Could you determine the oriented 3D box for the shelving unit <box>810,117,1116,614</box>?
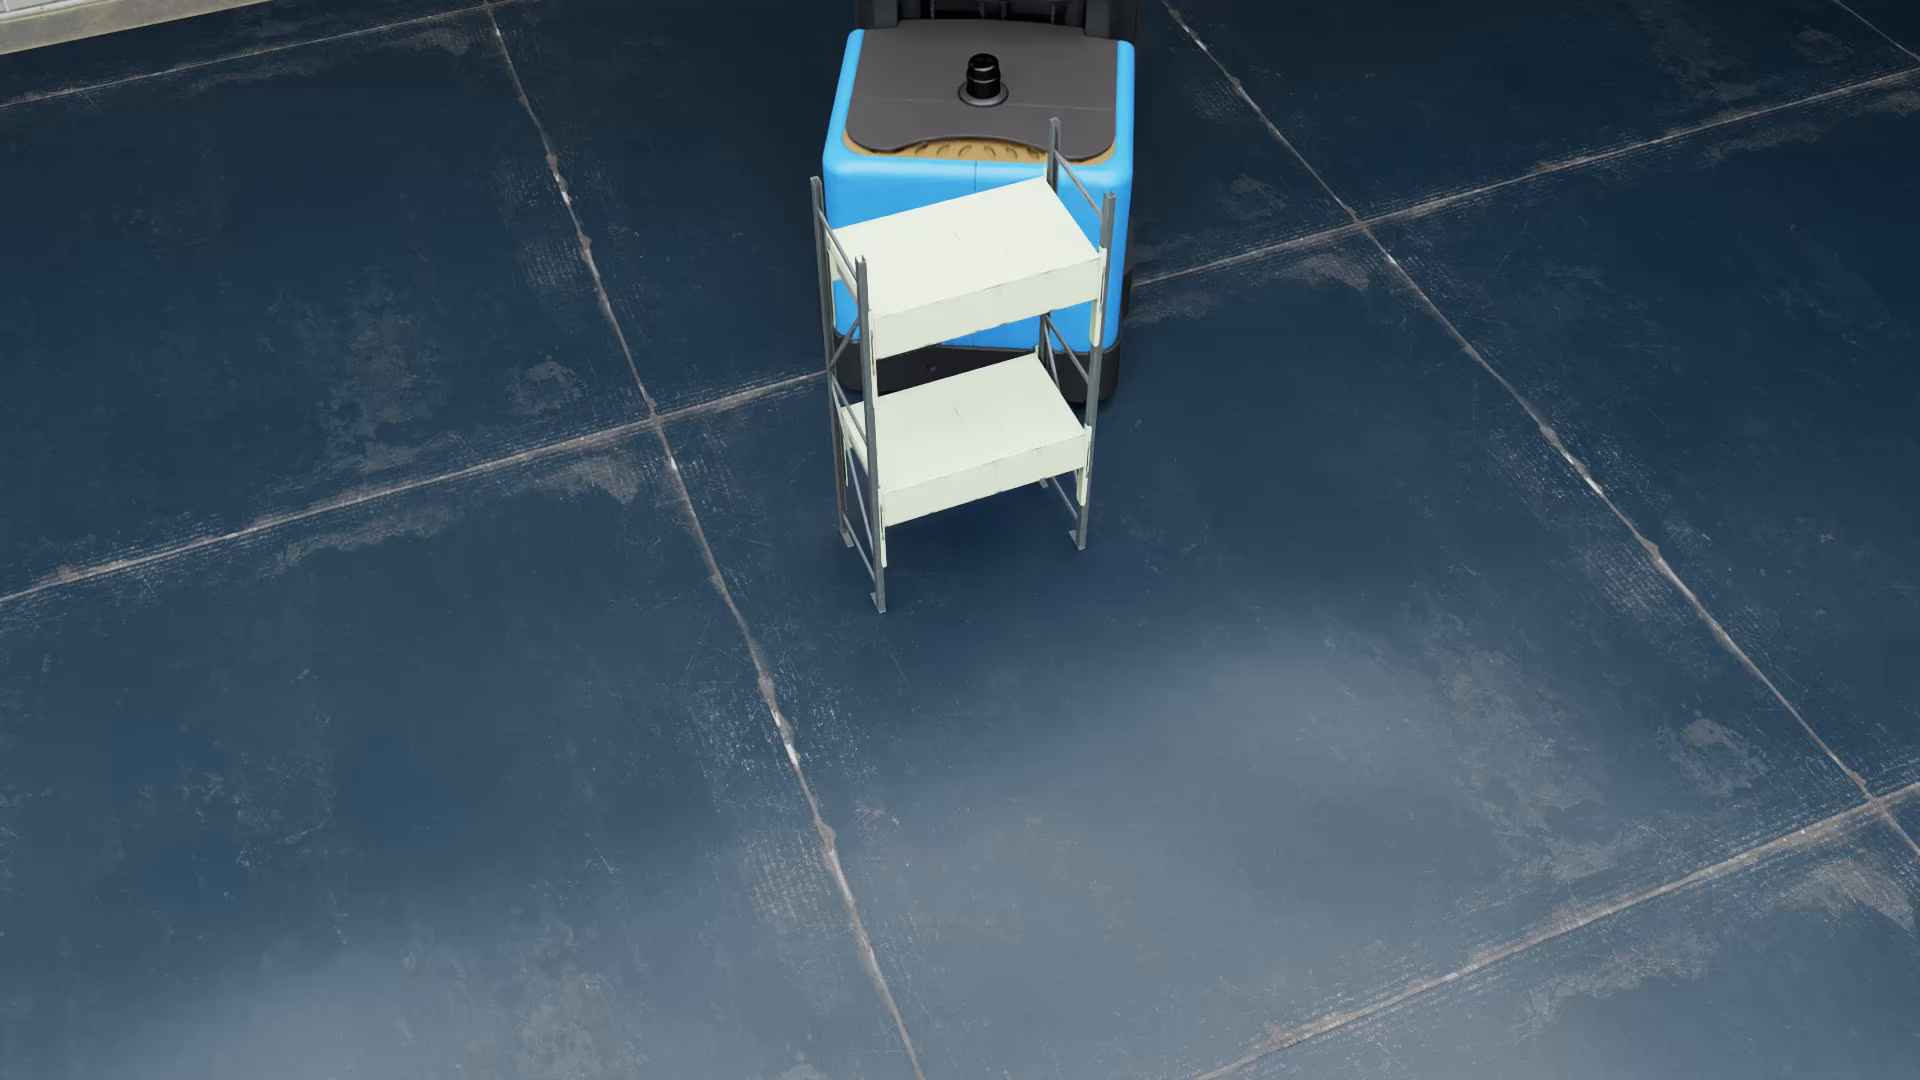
[{"bbox_3d":[0.006,-0.491,5.183,0.755,1.500,0.431,-17,52,-14],"label":"shelving unit"}]

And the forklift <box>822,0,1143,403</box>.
[{"bbox_3d":[0.162,-2.579,6.033,1.130,2.935,3.031,3,49,3],"label":"forklift"}]

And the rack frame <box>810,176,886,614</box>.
[{"bbox_3d":[-0.333,-0.386,5.093,0.023,1.500,0.400,-17,52,-14],"label":"rack frame"}]

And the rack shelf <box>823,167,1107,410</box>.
[{"bbox_3d":[0.006,-0.745,4.887,0.720,0.370,0.431,-17,52,-14],"label":"rack shelf"}]

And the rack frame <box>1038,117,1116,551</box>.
[{"bbox_3d":[0.345,-0.596,5.273,0.023,1.500,0.400,-17,52,-14],"label":"rack frame"}]

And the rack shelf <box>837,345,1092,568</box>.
[{"bbox_3d":[0.006,-0.278,5.430,0.720,0.370,0.431,-17,52,-14],"label":"rack shelf"}]
